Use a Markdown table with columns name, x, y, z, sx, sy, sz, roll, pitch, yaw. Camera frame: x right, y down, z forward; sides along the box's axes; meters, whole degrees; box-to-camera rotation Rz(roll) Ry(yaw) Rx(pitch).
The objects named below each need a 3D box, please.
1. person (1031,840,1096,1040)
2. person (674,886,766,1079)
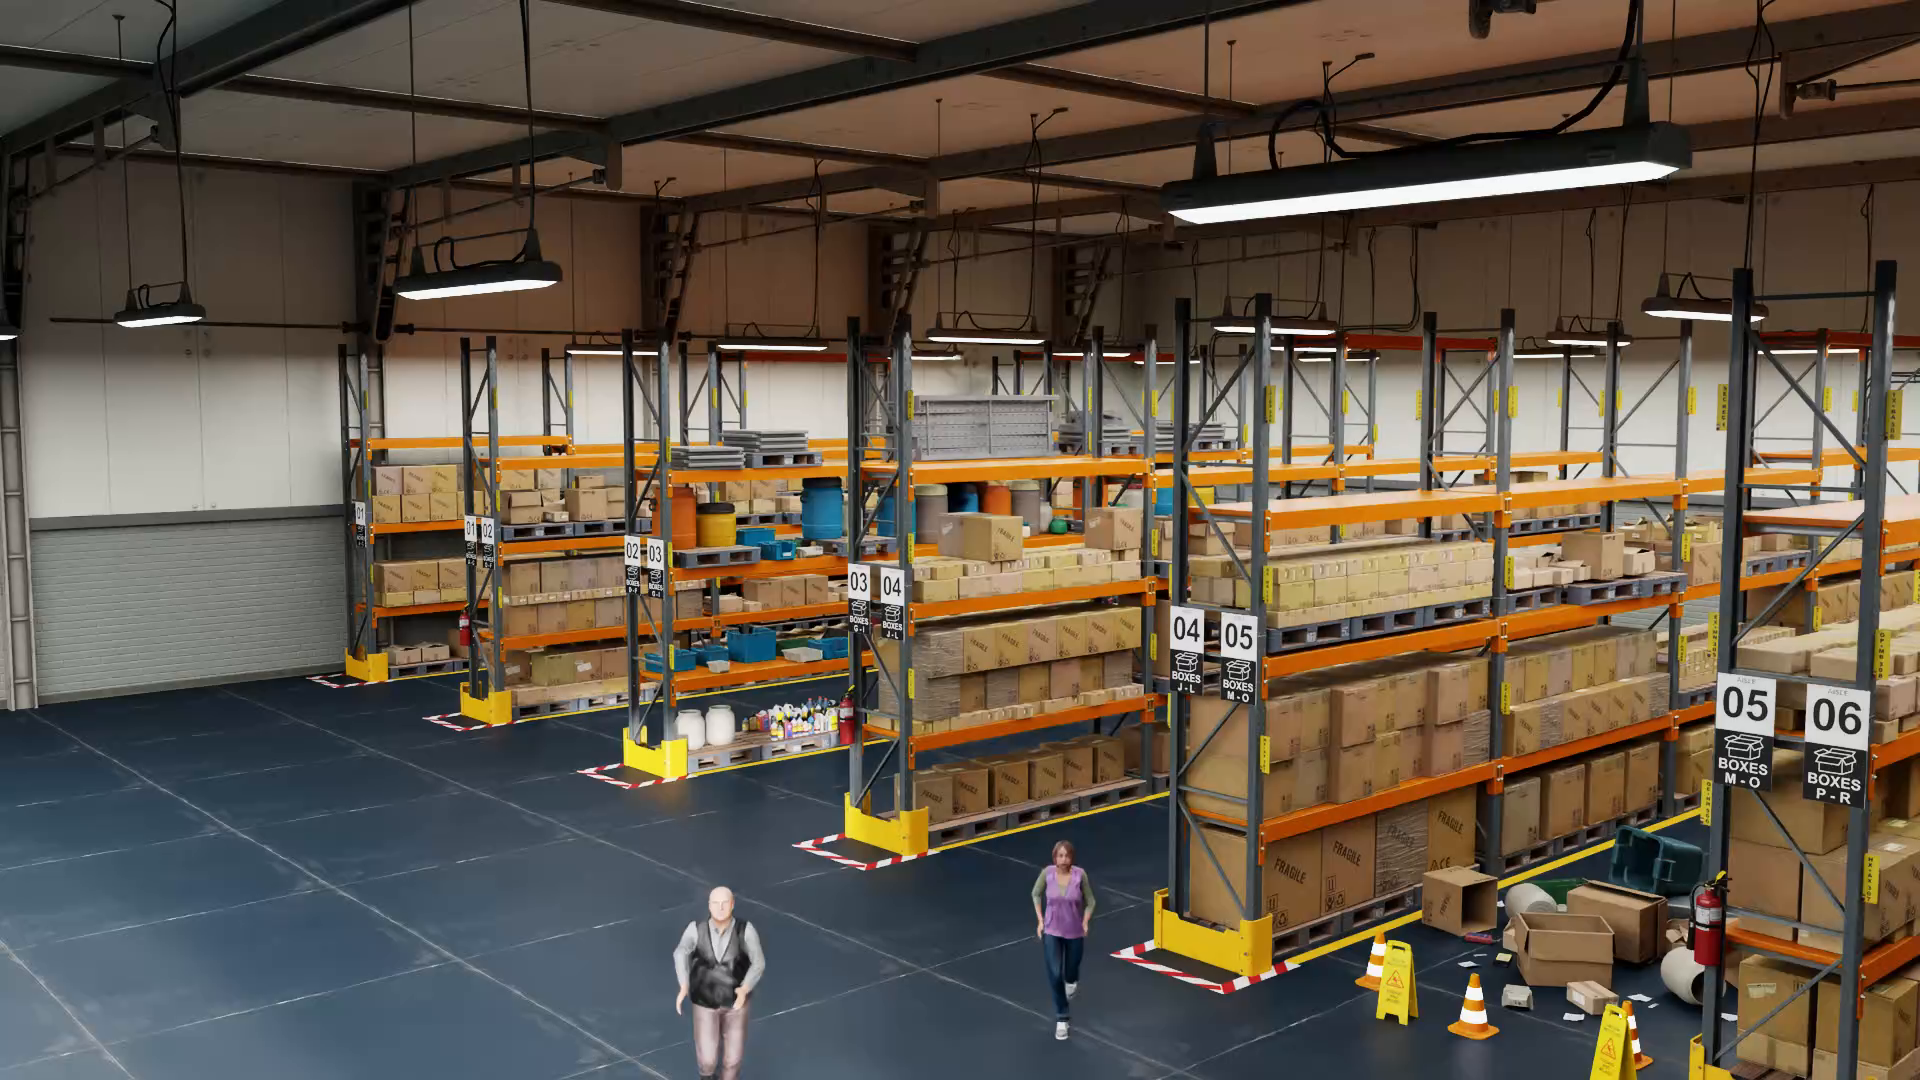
| name | x | y | z | sx | sy | sz | roll | pitch | yaw |
| --- | --- | --- | --- | --- | --- | --- | --- | --- | --- |
| person | 0.840 | 3.185 | 13.548 | 0.525 | 1.574 | 0.756 | 0 | 5 | 5 |
| person | -1.699 | 3.280 | 11.767 | 0.650 | 1.673 | 0.610 | -1 | 5 | -7 |
